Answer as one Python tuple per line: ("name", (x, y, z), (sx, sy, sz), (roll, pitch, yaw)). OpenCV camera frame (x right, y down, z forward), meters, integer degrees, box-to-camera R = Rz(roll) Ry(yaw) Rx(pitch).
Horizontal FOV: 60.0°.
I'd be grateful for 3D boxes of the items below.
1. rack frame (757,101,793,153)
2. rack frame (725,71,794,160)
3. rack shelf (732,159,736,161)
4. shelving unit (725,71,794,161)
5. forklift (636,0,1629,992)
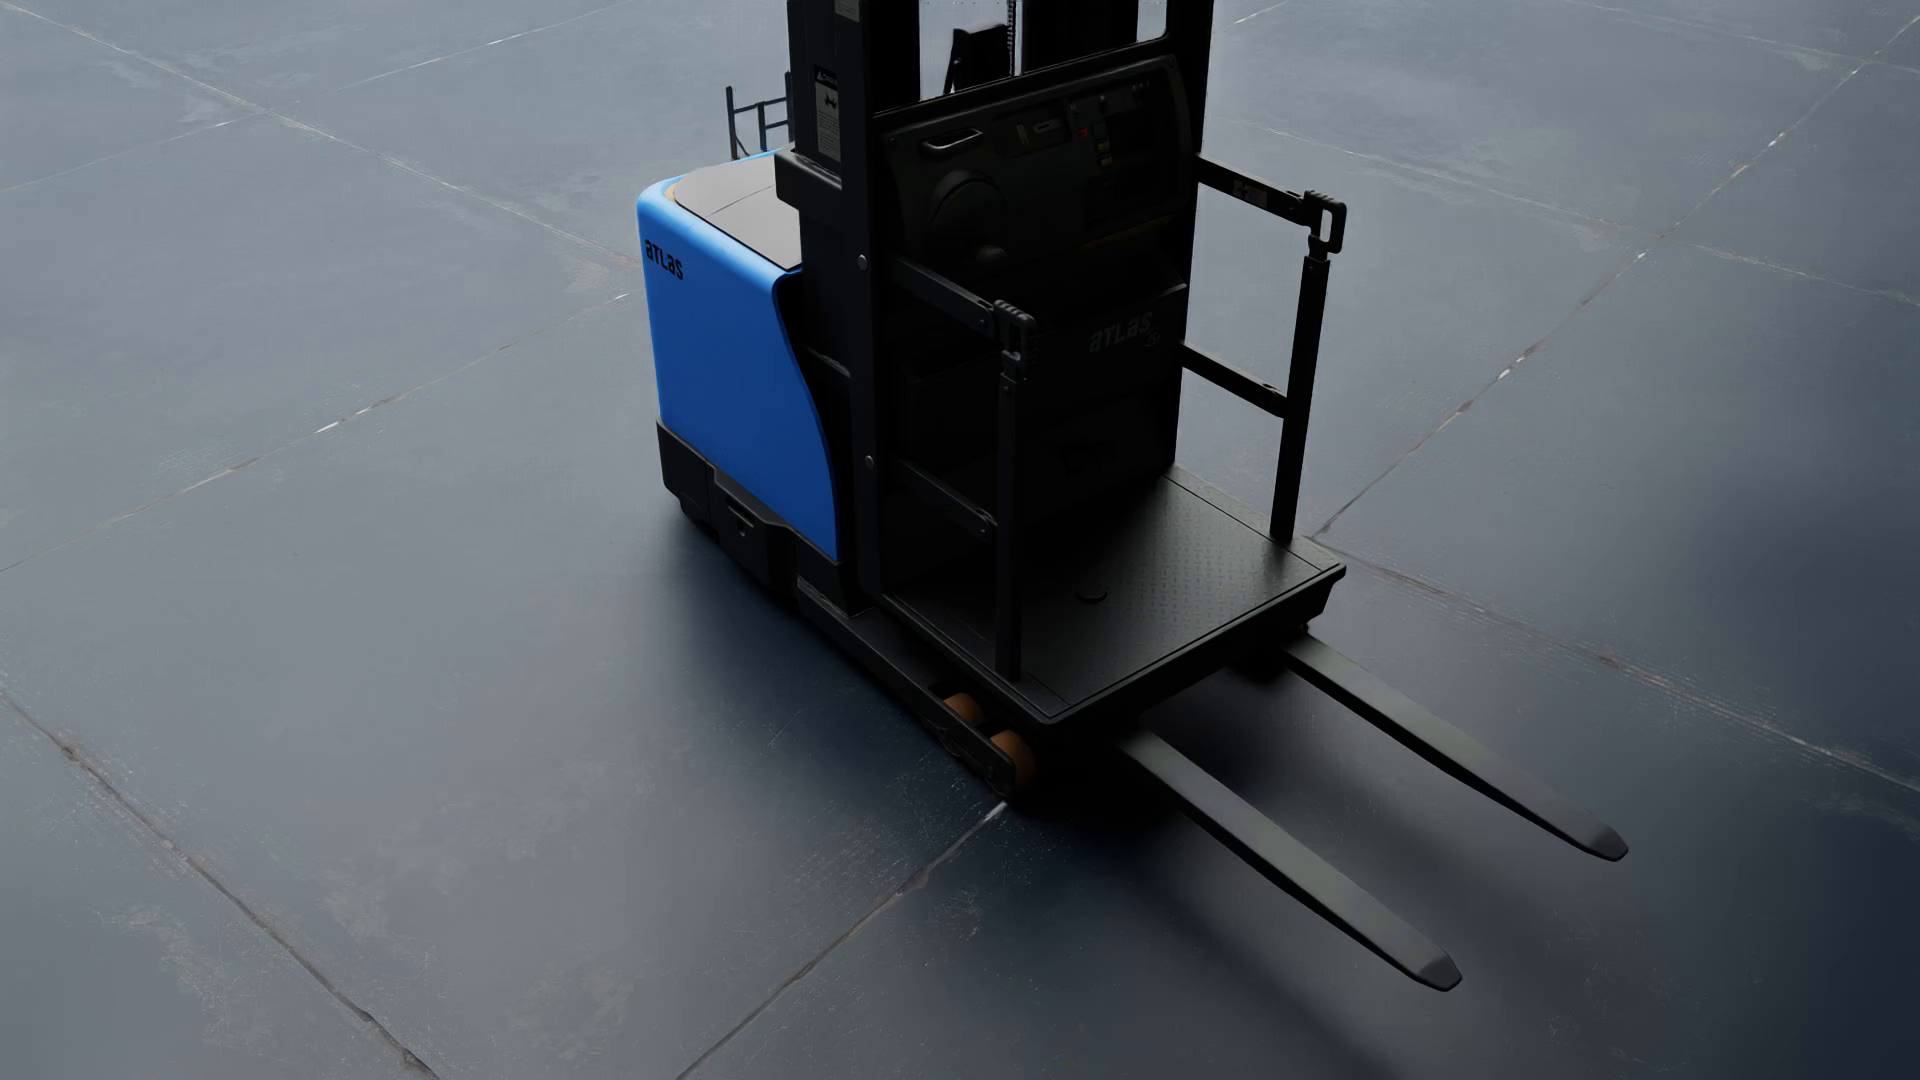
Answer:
("rack frame", (-0.518, -0.876, 5.462), (0.240, 1.200, 0.006), (-24, 40, -31))
("rack frame", (-0.631, -0.956, 5.581), (0.240, 1.200, 0.006), (-24, 40, -31))
("rack shelf", (-0.577, -1.178, 5.346), (0.258, 0.103, 0.180), (-24, 40, -31))
("shelving unit", (-0.575, -0.916, 5.521), (0.258, 1.200, 0.189), (-24, 40, -31))
("forklift", (0.341, -0.869, 3.927), (1.130, 2.935, 3.031), (-24, 41, -31))
